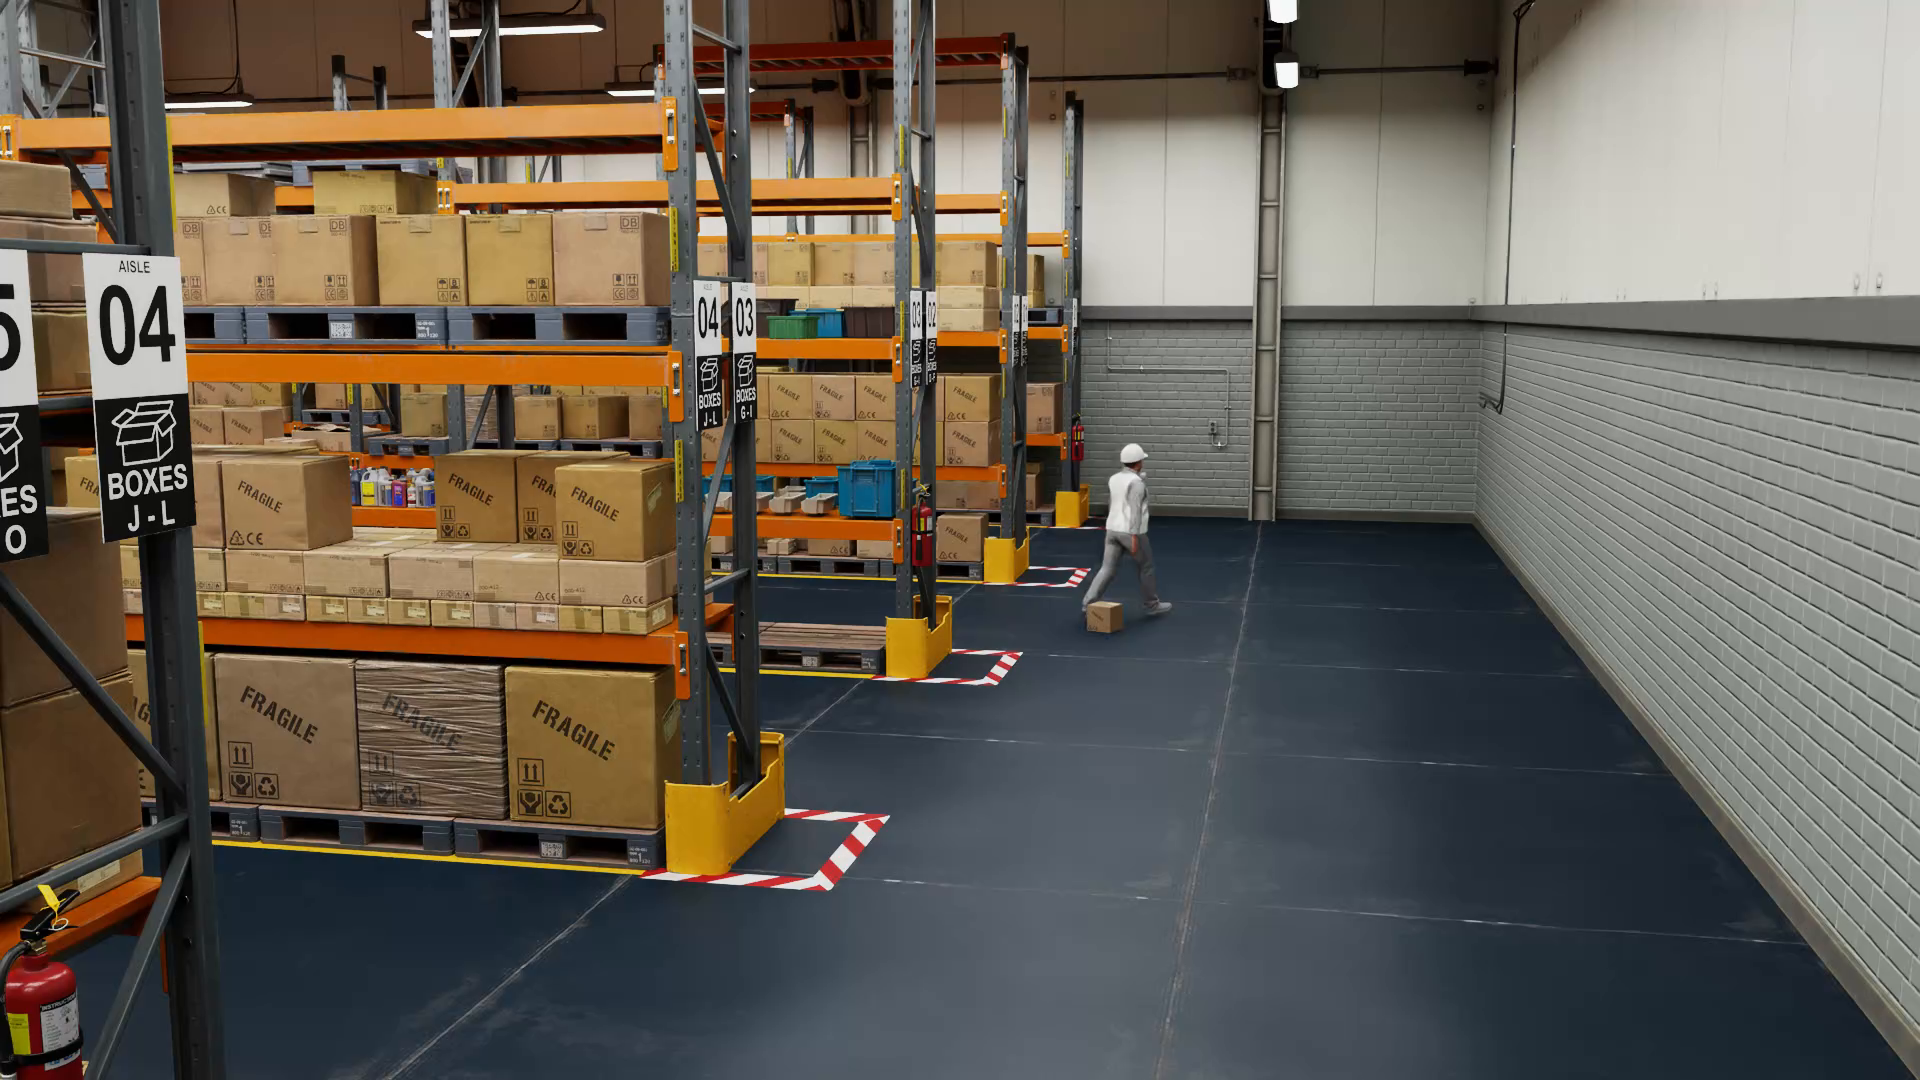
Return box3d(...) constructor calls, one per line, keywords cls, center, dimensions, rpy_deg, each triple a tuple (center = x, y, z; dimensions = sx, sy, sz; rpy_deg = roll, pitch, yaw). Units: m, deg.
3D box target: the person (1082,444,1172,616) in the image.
box3d(cls="person", center=(1.636, -0.087, 16.428), dimensions=(1.055, 1.727, 0.559), rpy_deg=(-6, 10, -37))
